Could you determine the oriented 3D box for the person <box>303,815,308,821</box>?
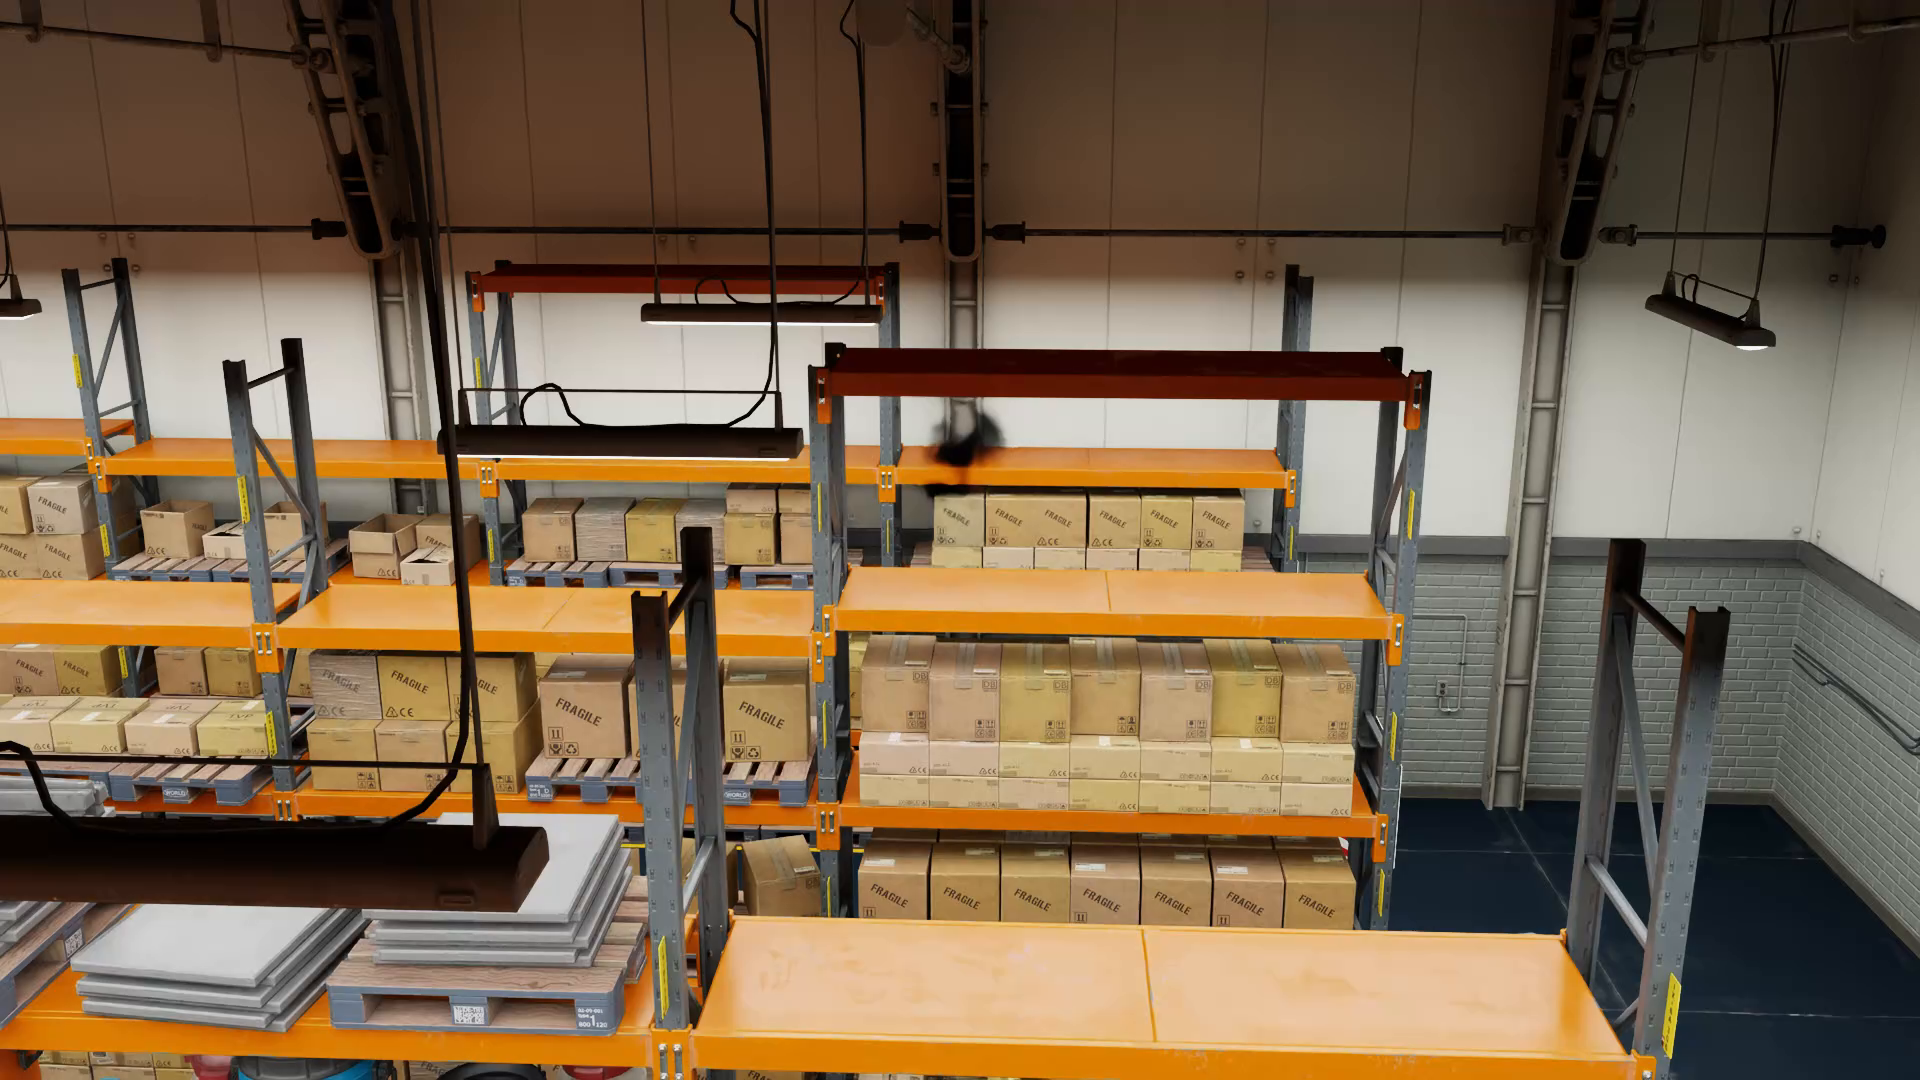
[{"bbox_3d":[-5.990,3.102,14.958,0.548,1.659,0.571,0,16,-1],"label":"person"}]
